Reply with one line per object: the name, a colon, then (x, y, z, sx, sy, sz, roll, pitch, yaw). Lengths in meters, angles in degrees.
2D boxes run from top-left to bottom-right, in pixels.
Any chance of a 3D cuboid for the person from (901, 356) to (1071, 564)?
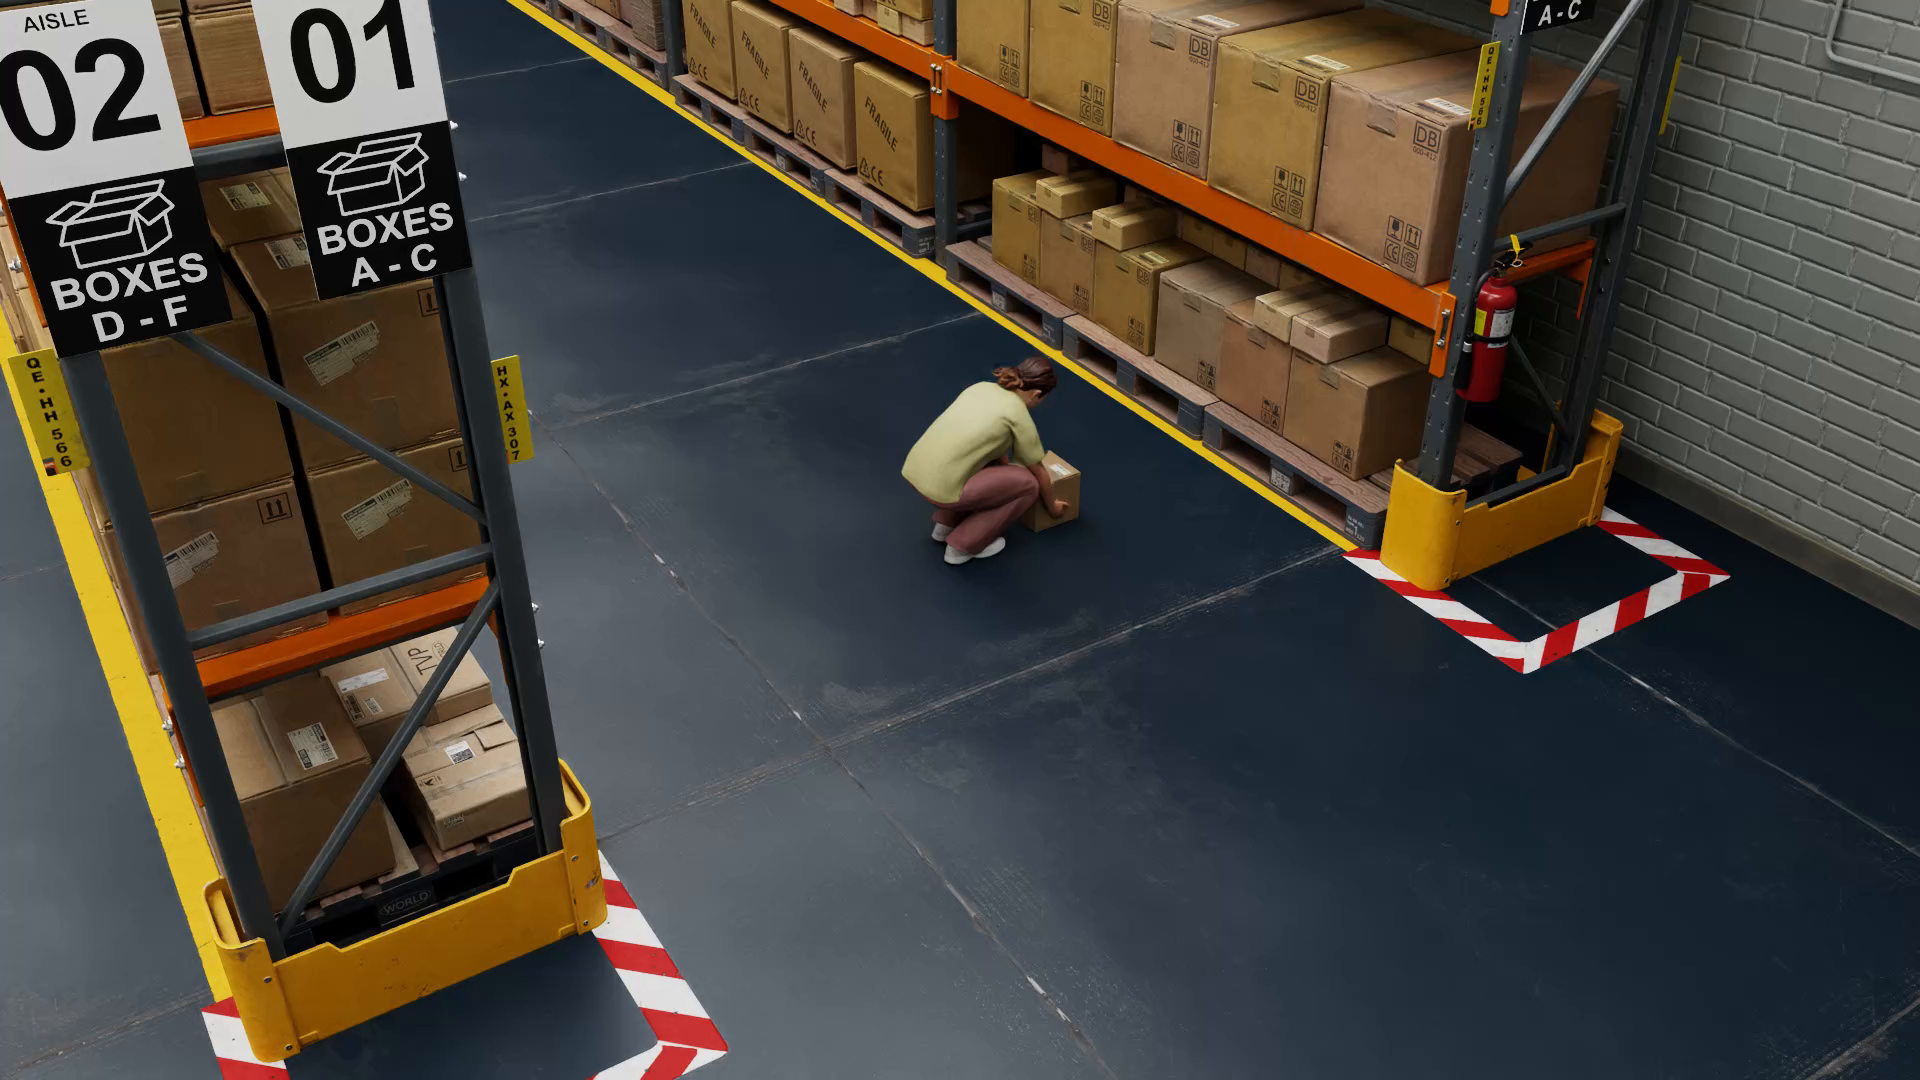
person: (0.116, -0.366, 7.517, 0.803, 0.808, 0.483, -19, 37, -27)
